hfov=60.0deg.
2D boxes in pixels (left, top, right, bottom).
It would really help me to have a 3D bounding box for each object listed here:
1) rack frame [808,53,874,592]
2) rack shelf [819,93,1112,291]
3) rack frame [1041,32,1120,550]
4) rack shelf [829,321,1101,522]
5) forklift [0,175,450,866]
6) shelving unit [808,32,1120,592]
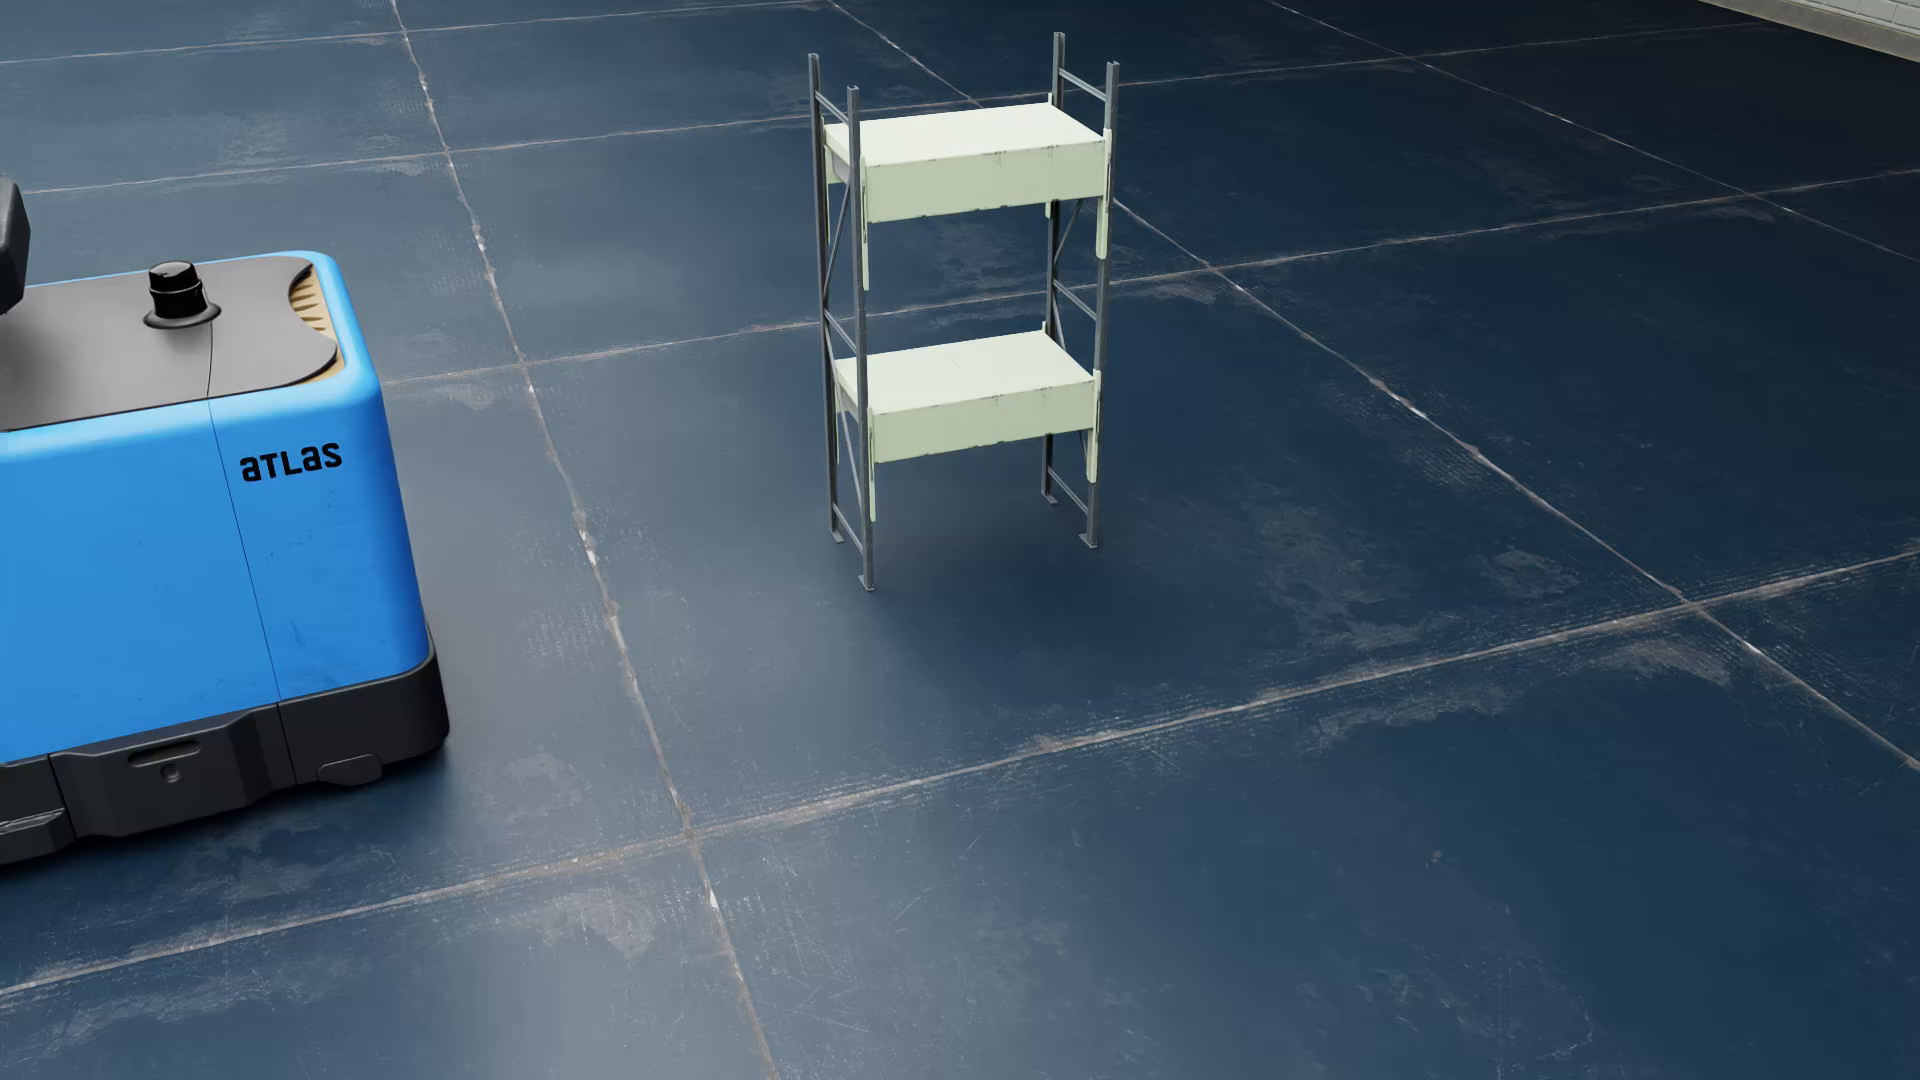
[{"bbox_3d":[-0.337,-0.590,4.770,0.023,1.500,0.400,-10,31,-18],"label":"rack frame"},{"bbox_3d":[0.006,-0.992,4.688,0.720,0.370,0.431,-10,31,-18],"label":"rack shelf"},{"bbox_3d":[0.349,-0.716,4.992,0.023,1.500,0.400,-10,31,-18],"label":"rack frame"},{"bbox_3d":[0.006,-0.370,5.042,0.720,0.370,0.431,-10,31,-18],"label":"rack shelf"},{"bbox_3d":[-2.866,-0.620,3.377,3.031,2.935,1.130,-12,32,-21],"label":"forklift"},{"bbox_3d":[0.006,-0.653,4.881,0.755,1.500,0.431,-10,31,-18],"label":"shelving unit"}]
